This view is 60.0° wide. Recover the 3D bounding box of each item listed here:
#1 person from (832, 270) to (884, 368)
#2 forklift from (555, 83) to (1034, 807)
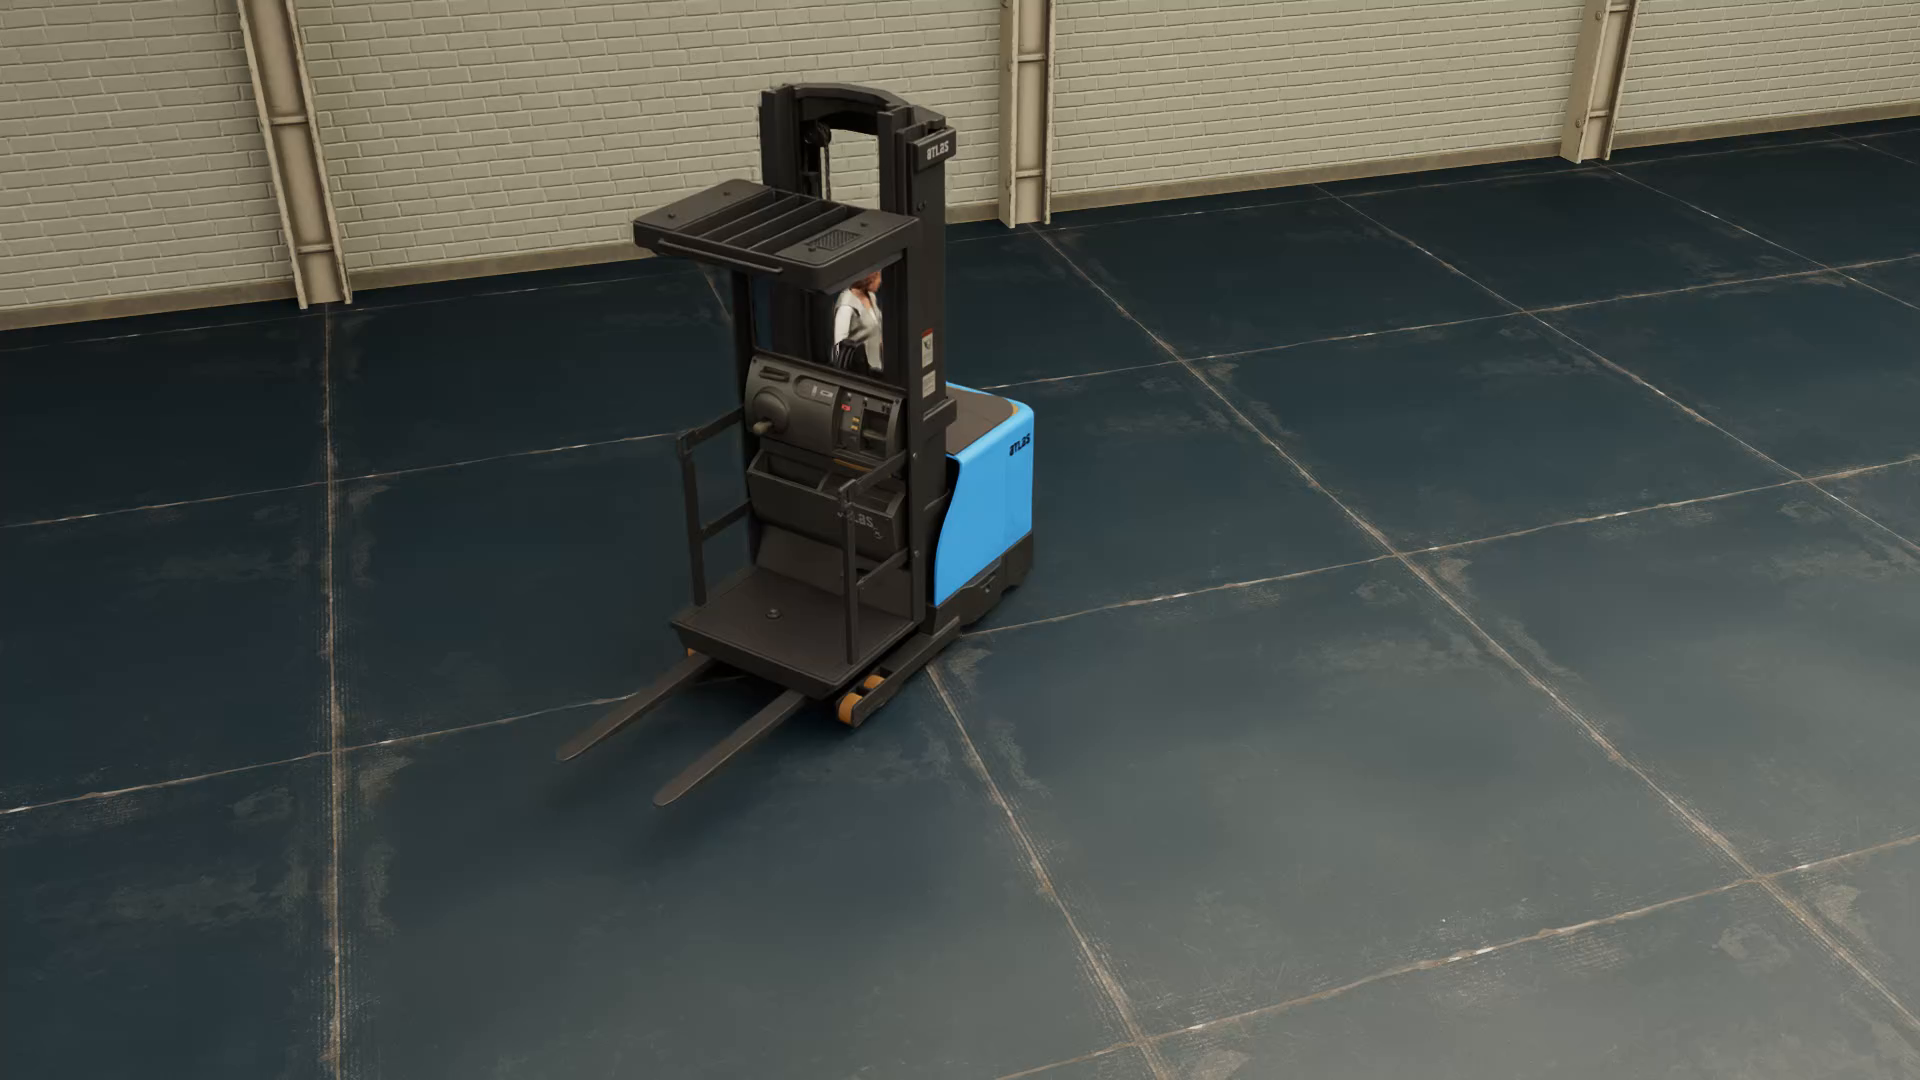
[{"bbox_3d":[-0.600,-1.021,10.231,0.357,1.570,0.650,8,31,13],"label":"person"},{"bbox_3d":[-0.801,-0.599,8.128,1.130,2.935,3.031,18,34,28],"label":"forklift"}]
